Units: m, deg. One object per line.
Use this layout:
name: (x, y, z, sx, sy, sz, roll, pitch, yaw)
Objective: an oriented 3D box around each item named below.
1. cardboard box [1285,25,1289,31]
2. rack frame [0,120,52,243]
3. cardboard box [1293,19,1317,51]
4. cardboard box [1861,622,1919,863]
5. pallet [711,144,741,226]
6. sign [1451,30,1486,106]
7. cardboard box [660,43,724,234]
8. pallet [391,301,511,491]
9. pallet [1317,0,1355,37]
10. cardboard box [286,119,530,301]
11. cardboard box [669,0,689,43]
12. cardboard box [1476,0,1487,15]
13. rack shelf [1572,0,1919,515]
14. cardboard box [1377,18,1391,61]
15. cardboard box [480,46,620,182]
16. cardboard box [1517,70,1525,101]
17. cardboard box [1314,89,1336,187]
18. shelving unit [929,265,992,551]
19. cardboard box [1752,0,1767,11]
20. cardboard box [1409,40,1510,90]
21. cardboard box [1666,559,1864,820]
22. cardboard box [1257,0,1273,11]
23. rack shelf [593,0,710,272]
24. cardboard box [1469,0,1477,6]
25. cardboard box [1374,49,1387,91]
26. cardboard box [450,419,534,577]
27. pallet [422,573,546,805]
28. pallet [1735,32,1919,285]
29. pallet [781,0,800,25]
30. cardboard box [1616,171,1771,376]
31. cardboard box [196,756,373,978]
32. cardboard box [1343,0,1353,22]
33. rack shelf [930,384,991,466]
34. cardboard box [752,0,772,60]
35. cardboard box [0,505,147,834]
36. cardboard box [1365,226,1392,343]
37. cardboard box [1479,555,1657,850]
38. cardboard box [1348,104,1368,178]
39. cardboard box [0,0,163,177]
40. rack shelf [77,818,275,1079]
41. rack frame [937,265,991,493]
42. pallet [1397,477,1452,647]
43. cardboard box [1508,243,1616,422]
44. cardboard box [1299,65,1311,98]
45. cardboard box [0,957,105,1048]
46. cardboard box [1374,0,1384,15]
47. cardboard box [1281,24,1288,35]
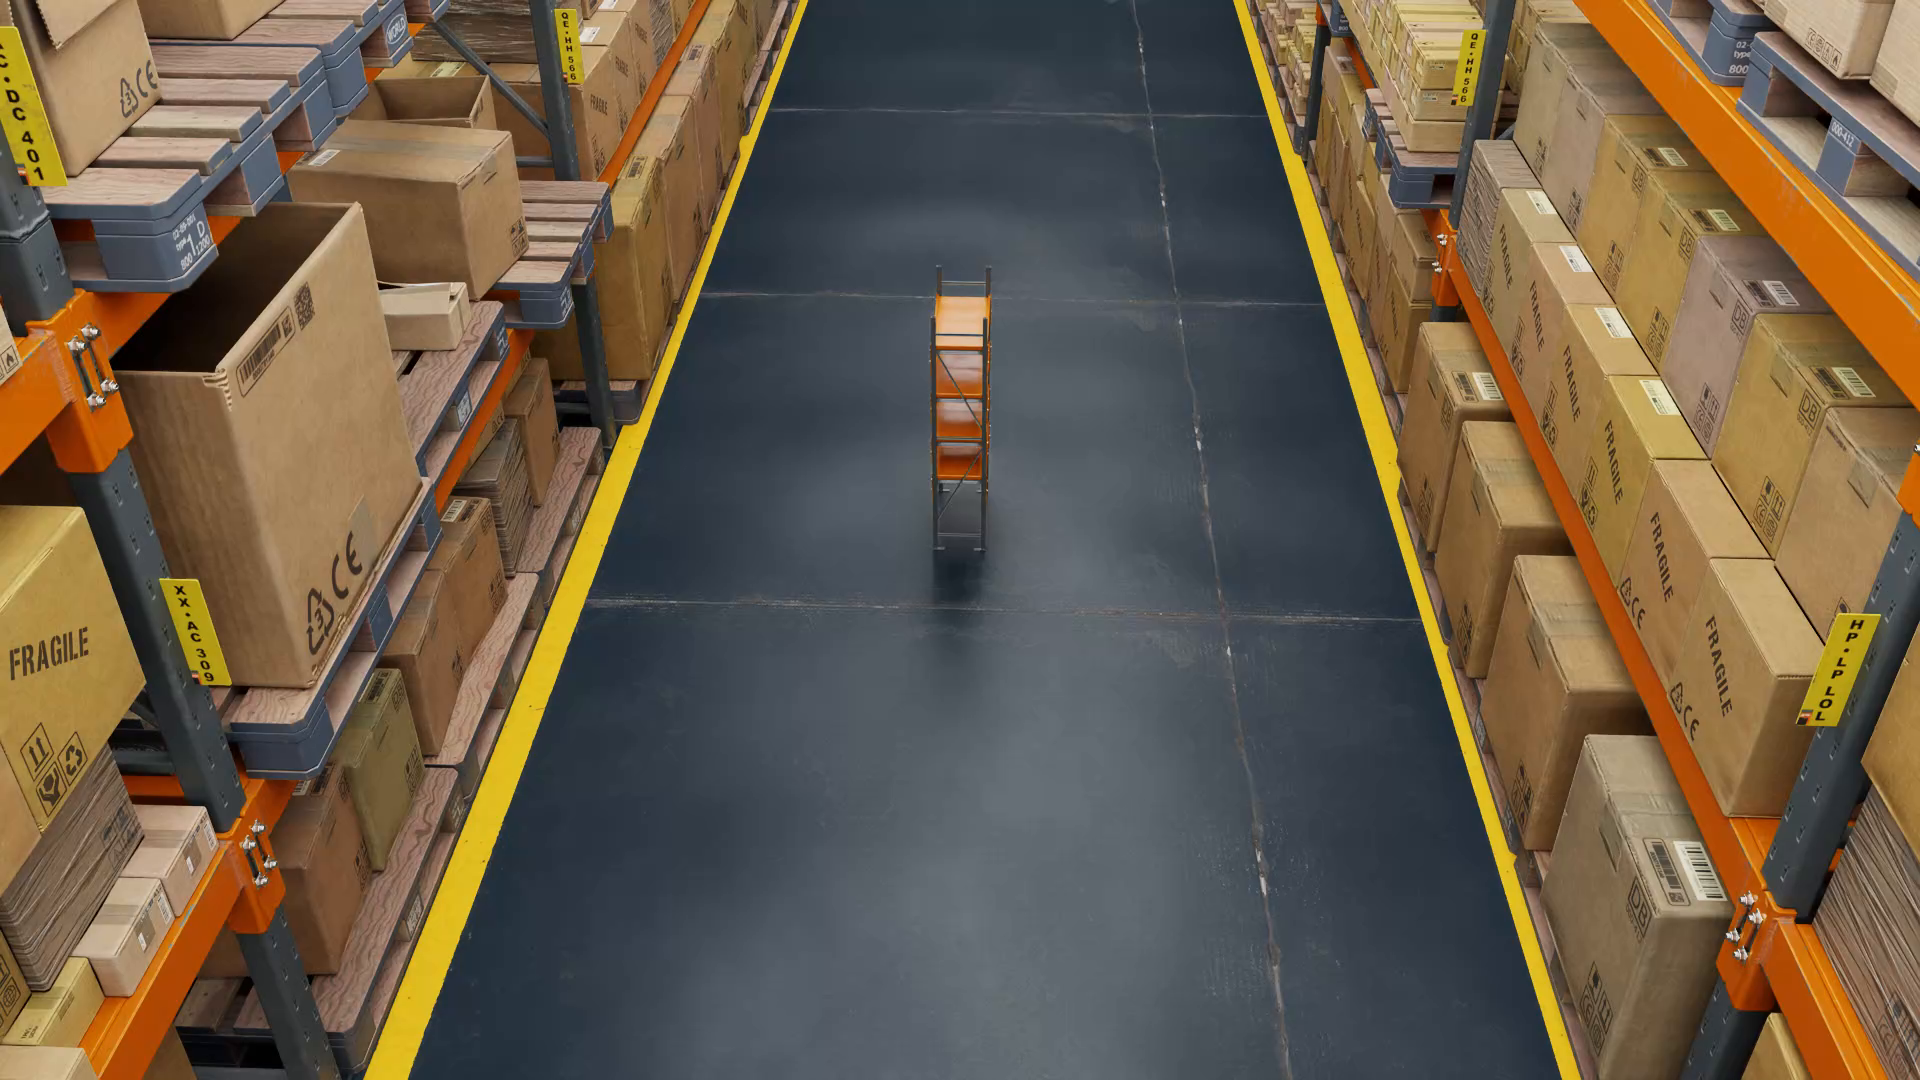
cardboard box: (2.677, -3.917, 12.571, 0.380, 0.149, 0.250, 0, 35, 0)
rack frame: (-2.412, -1.881, 2.600, 1.000, 3.000, 0.127, 1, 35, 2)
cardboard box: (2.589, -3.600, 11.860, 0.380, 0.149, 0.250, 1, 35, 1)
cardboard box: (2.490, 0.454, 3.425, 0.875, 0.550, 0.550, 1, 35, 2)
pallet: (-2.047, -2.436, 11.033, 1.003, 0.211, 1.213, 1, 35, 2)
sign: (2.158, -2.000, 7.049, 0.100, 0.325, 0.005, 1, 35, 2)
cardboard box: (-2.132, -2.443, 10.101, 1.225, 0.875, 0.875, 0, 35, 0)
pallet: (-2.290, -0.508, 6.030, 1.003, 0.211, 1.213, 1, 35, 2)
pallet: (2.685, -3.336, 10.054, 1.003, 0.211, 1.213, 1, 35, 2)
cardboard box: (-2.156, -1.303, 6.543, 0.700, 0.500, 0.500, 6, 36, 9)
cardboard box: (-1.878, -3.204, 9.613, 0.500, 0.500, 0.500, 1, 35, 1)
cardboard box: (2.977, -2.911, 8.877, 0.380, 0.149, 0.250, 3, 35, 4)
rack shelf: (2.620, -1.335, 5.058, 1.077, 0.370, 4.000, 1, 35, 2)
cardboard box: (2.293, -2.485, 8.272, 0.380, 0.149, 0.250, 1, 35, 2)
cardboard box: (-1.960, -2.038, 7.954, 0.500, 0.500, 0.500, 2, 35, 3)
cardboard box: (2.941, -2.182, 8.100, 0.380, 0.149, 0.250, 3, 35, 4)
cardboard box: (2.566, -2.580, 10.622, 0.500, 0.500, 0.500, 3, 35, 4)
shelving unit: (0.007, -0.586, 7.540, 0.258, 1.200, 0.503, 1, 35, 2)
cardboard box: (2.390, -1.669, 4.533, 0.500, 0.311, 0.500, 0, 35, 0)
cardboard box: (2.262, -2.156, 7.545, 0.380, 0.149, 0.250, 0, 35, 0)
cardboard box: (2.293, 0.400, 4.486, 0.500, 0.500, 0.500, 1, 35, 2)
cardboard box: (2.629, -4.420, 13.545, 0.380, 0.149, 0.250, 2, 35, 2)
rack shelf: (-2.171, -2.579, 9.437, 1.077, 0.370, 4.000, 1, 35, 2)
cardboard box: (2.994, -2.938, 9.174, 0.380, 0.149, 0.250, 3, 35, 4)
cardboard box: (2.296, -2.348, 8.336, 0.380, 0.149, 0.250, 1, 35, 1)
cardboard box: (-2.268, -0.177, 7.185, 0.700, 0.500, 0.500, -1, 35, -2)
pallet: (-2.336, 0.565, 6.763, 1.003, 0.211, 1.213, 1, 35, 2)
pallet: (2.527, -0.930, 4.023, 0.805, 0.209, 1.217, 0, 35, 0)
pallet: (-1.884, -4.718, 14.280, 1.003, 0.211, 1.213, 1, 35, 2)
cardboard box: (2.615, -0.865, 5.415, 0.700, 0.500, 0.500, 1, 35, 1)
cardboard box: (-2.366, 1.064, 5.418, 0.700, 0.500, 0.500, -1, 35, -2)
cardboard box: (2.338, -2.953, 9.196, 0.380, 0.149, 0.250, 1, 35, 1)
rack shelf: (0.007, -0.531, 7.579, 0.258, 0.148, 0.480, 1, 35, 2)
cardboard box: (-1.948, -4.219, 12.628, 0.875, 0.875, 0.875, 1, 35, 2)
cardboard box: (-2.155, 0.267, 3.546, 0.500, 0.500, 0.500, 1, 35, 2)
cardboard box: (2.490, -1.383, 8.918, 0.500, 0.500, 0.500, 3, 35, 4)
cardboard box: (2.517, 0.582, 5.904, 1.050, 0.750, 0.750, 1, 35, 2)
cardboard box: (2.523, -2.288, 9.554, 0.500, 0.250, 0.500, 3, 35, 4)
cardboard box: (-2.295, -1.135, 3.693, 0.797, 0.503, 0.637, 0, 35, 0)
rack shelf: (-2.493, 2.017, 2.897, 1.077, 0.370, 4.000, 1, 35, 2)
rack frame: (0.016, -0.726, 7.740, 0.240, 1.200, 0.015, 1, 35, 2)
pallet: (2.593, 0.040, 7.509, 1.003, 0.211, 1.213, 1, 35, 2)
cardboard box: (2.374, -0.759, 6.134, 0.500, 0.500, 0.500, 1, 35, 2)
cardboard box: (2.556, -3.165, 11.501, 0.380, 0.149, 0.250, 2, 35, 3)
cardboard box: (-2.217, 1.093, 3.805, 0.380, 0.149, 0.250, 1, 35, 2)
cardboard box: (2.307, -2.743, 8.380, 0.380, 0.149, 0.250, 1, 35, 2)
cardboard box: (2.655, -3.831, 12.707, 0.380, 0.149, 0.250, 2, 35, 3)
